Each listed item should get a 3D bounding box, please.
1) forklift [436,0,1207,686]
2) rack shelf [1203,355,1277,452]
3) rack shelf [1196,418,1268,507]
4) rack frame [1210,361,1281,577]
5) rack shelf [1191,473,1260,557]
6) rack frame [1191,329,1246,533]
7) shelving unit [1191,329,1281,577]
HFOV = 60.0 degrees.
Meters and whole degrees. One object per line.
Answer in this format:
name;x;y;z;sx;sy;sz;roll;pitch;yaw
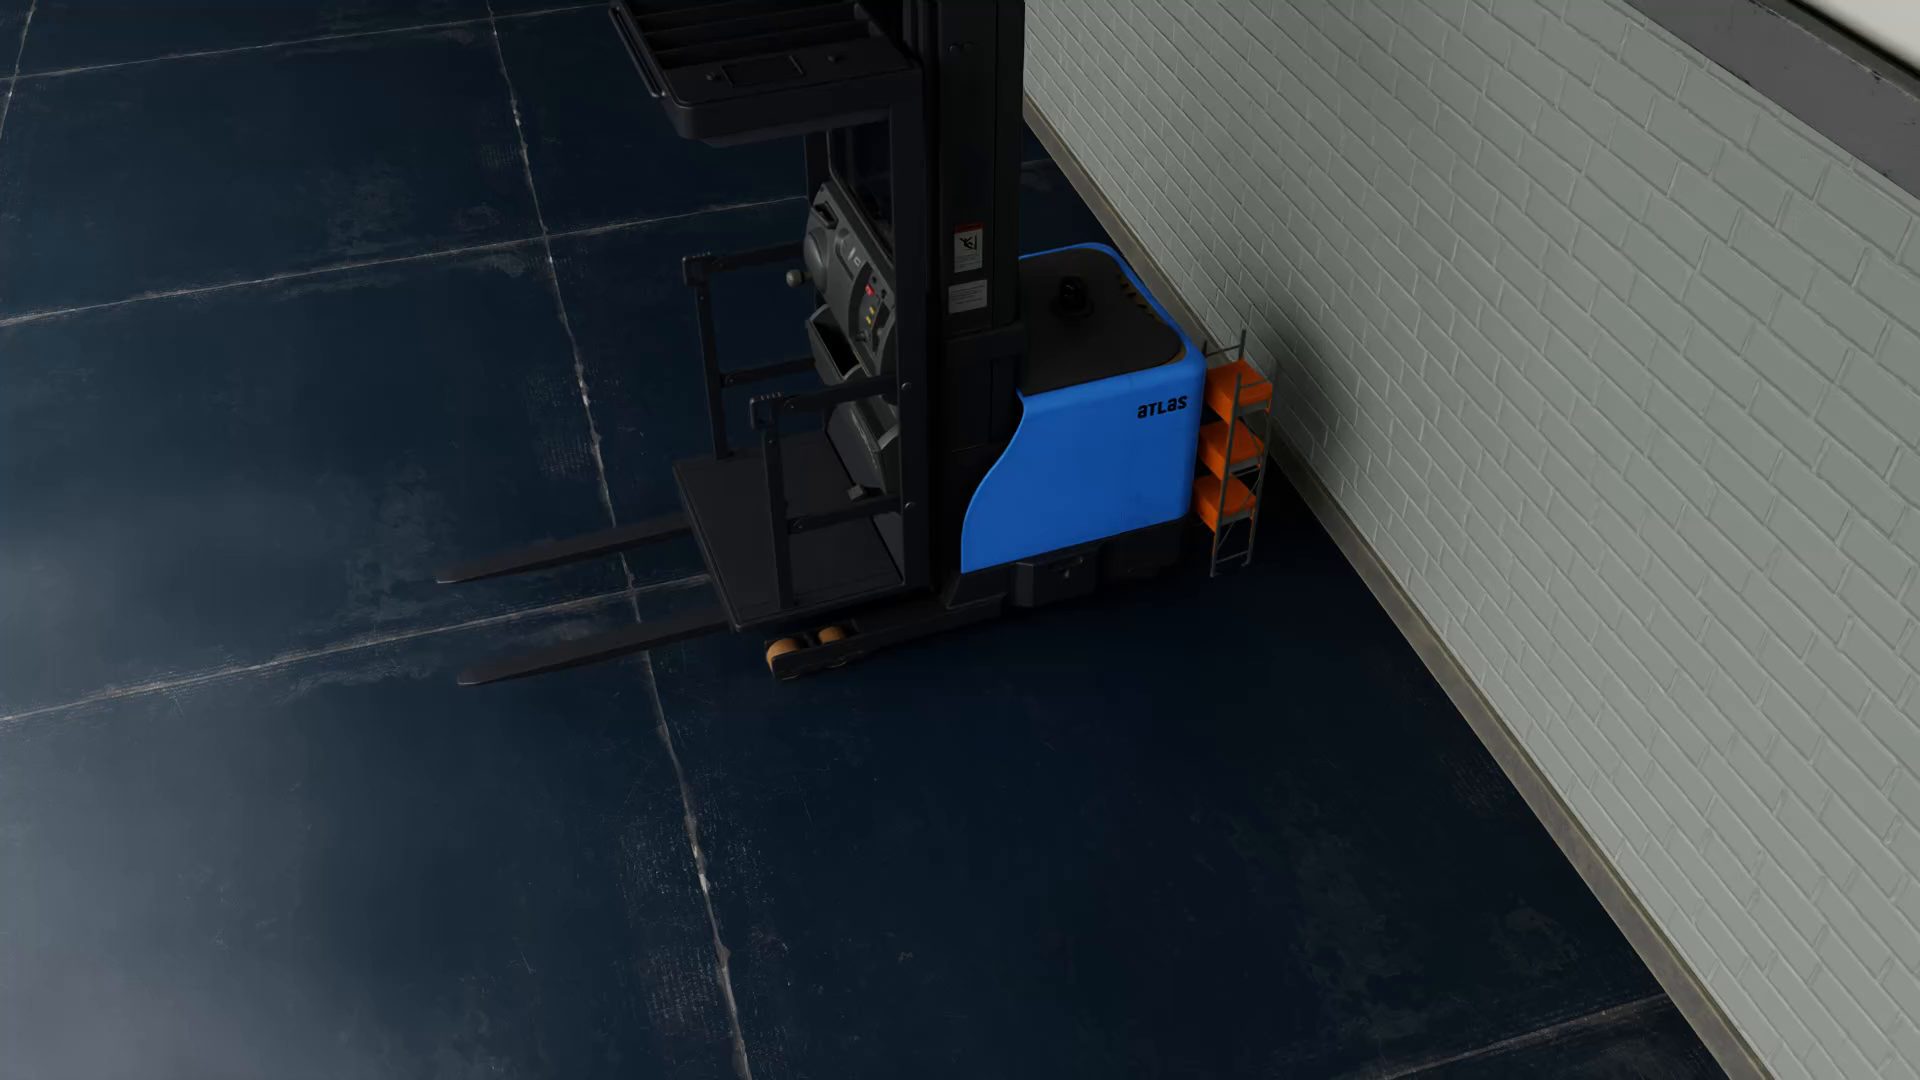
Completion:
forklift;-0.596;-0.944;6.103;3.031;2.935;1.130;-14;43;-15
rack shelf;1.102;-0.547;6.663;0.215;0.259;0.240;-18;44;-19
rack shelf;1.102;-0.333;6.850;0.215;0.259;0.240;-18;44;-19
rack frame;1.155;-0.269;6.760;0.200;1.050;0.008;-18;44;-19
rack shelf;1.102;-0.124;7.033;0.215;0.259;0.240;-18;44;-19
rack frame;1.048;-0.413;6.925;0.200;1.050;0.008;-18;44;-19
shelving unit;1.102;-0.341;6.843;0.215;1.050;0.252;-18;44;-19
